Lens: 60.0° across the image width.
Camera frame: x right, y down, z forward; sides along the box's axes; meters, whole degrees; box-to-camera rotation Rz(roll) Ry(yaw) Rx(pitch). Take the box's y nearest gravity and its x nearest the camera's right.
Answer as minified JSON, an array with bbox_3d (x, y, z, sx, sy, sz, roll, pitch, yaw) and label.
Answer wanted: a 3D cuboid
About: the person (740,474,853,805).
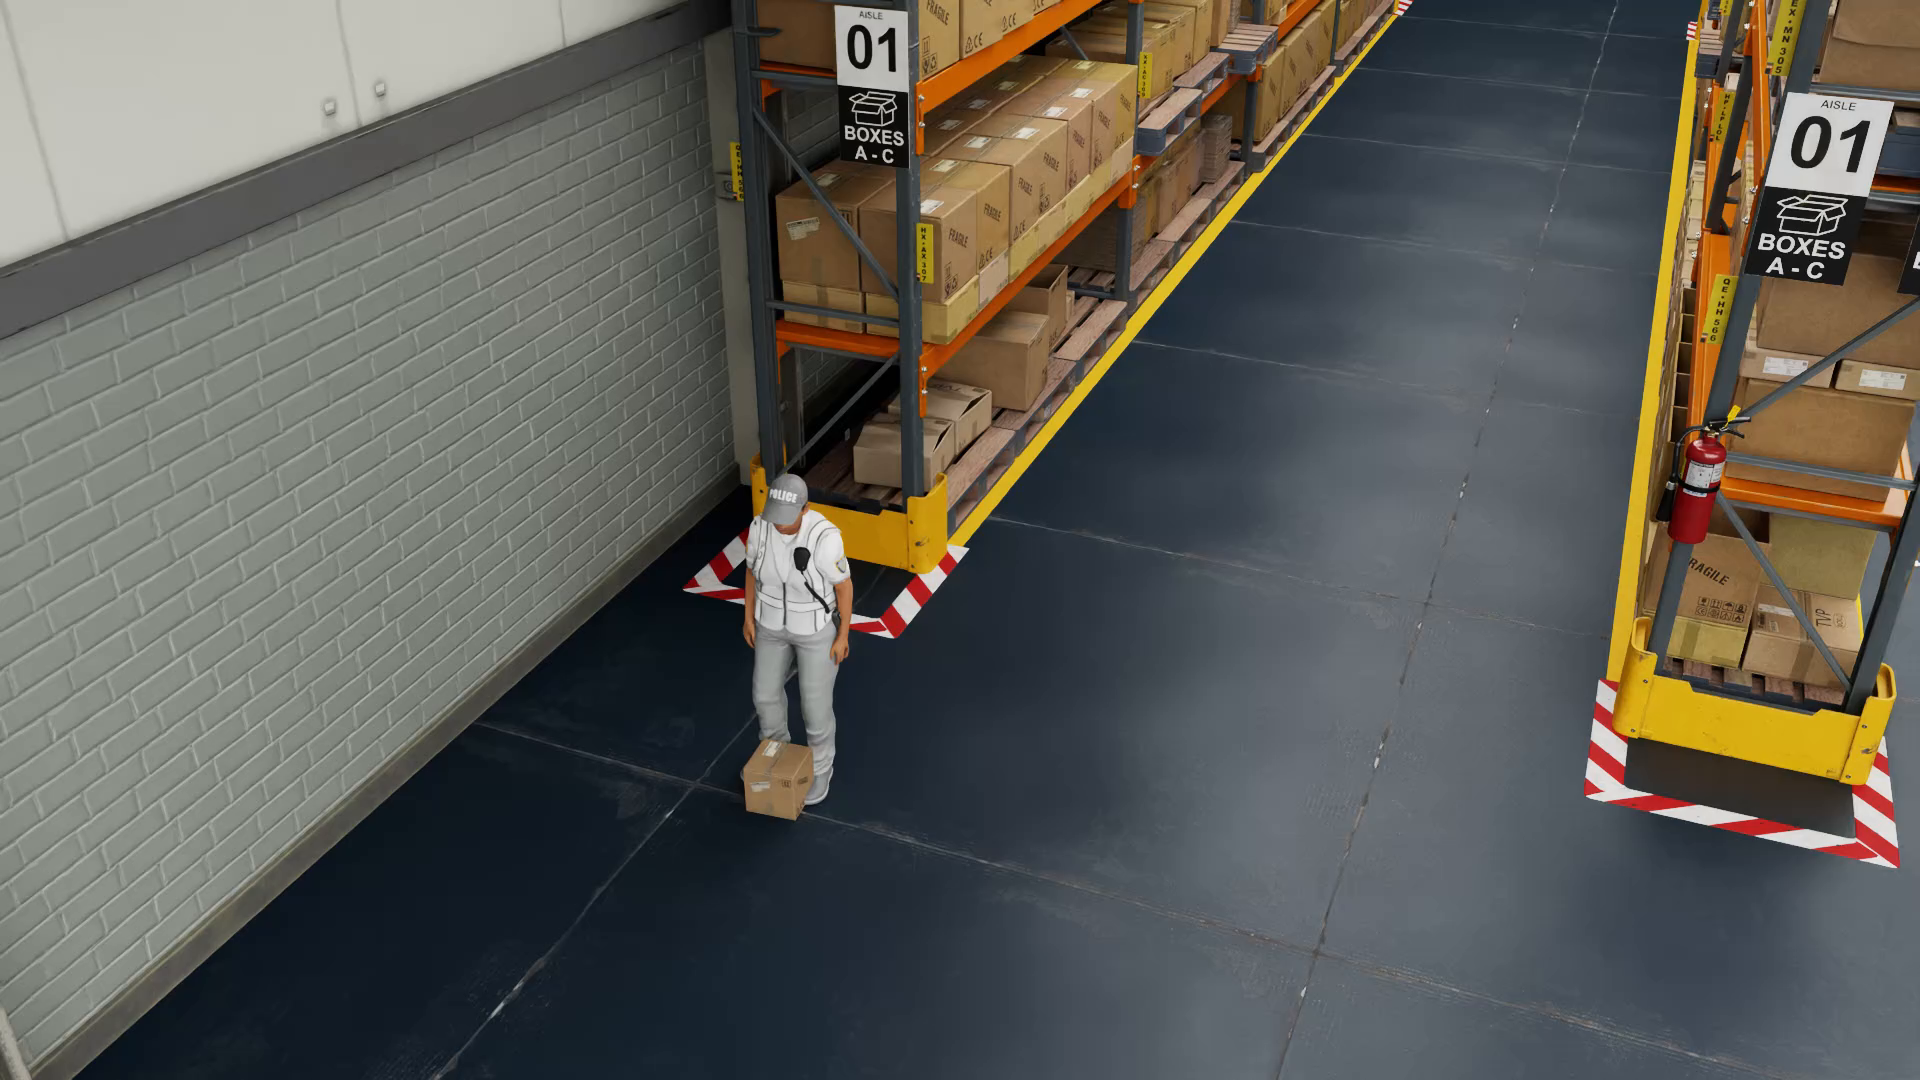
[{"bbox_3d":[-0.768,0.414,7.662,0.557,1.665,0.467,10,31,16],"label":"person"}]
